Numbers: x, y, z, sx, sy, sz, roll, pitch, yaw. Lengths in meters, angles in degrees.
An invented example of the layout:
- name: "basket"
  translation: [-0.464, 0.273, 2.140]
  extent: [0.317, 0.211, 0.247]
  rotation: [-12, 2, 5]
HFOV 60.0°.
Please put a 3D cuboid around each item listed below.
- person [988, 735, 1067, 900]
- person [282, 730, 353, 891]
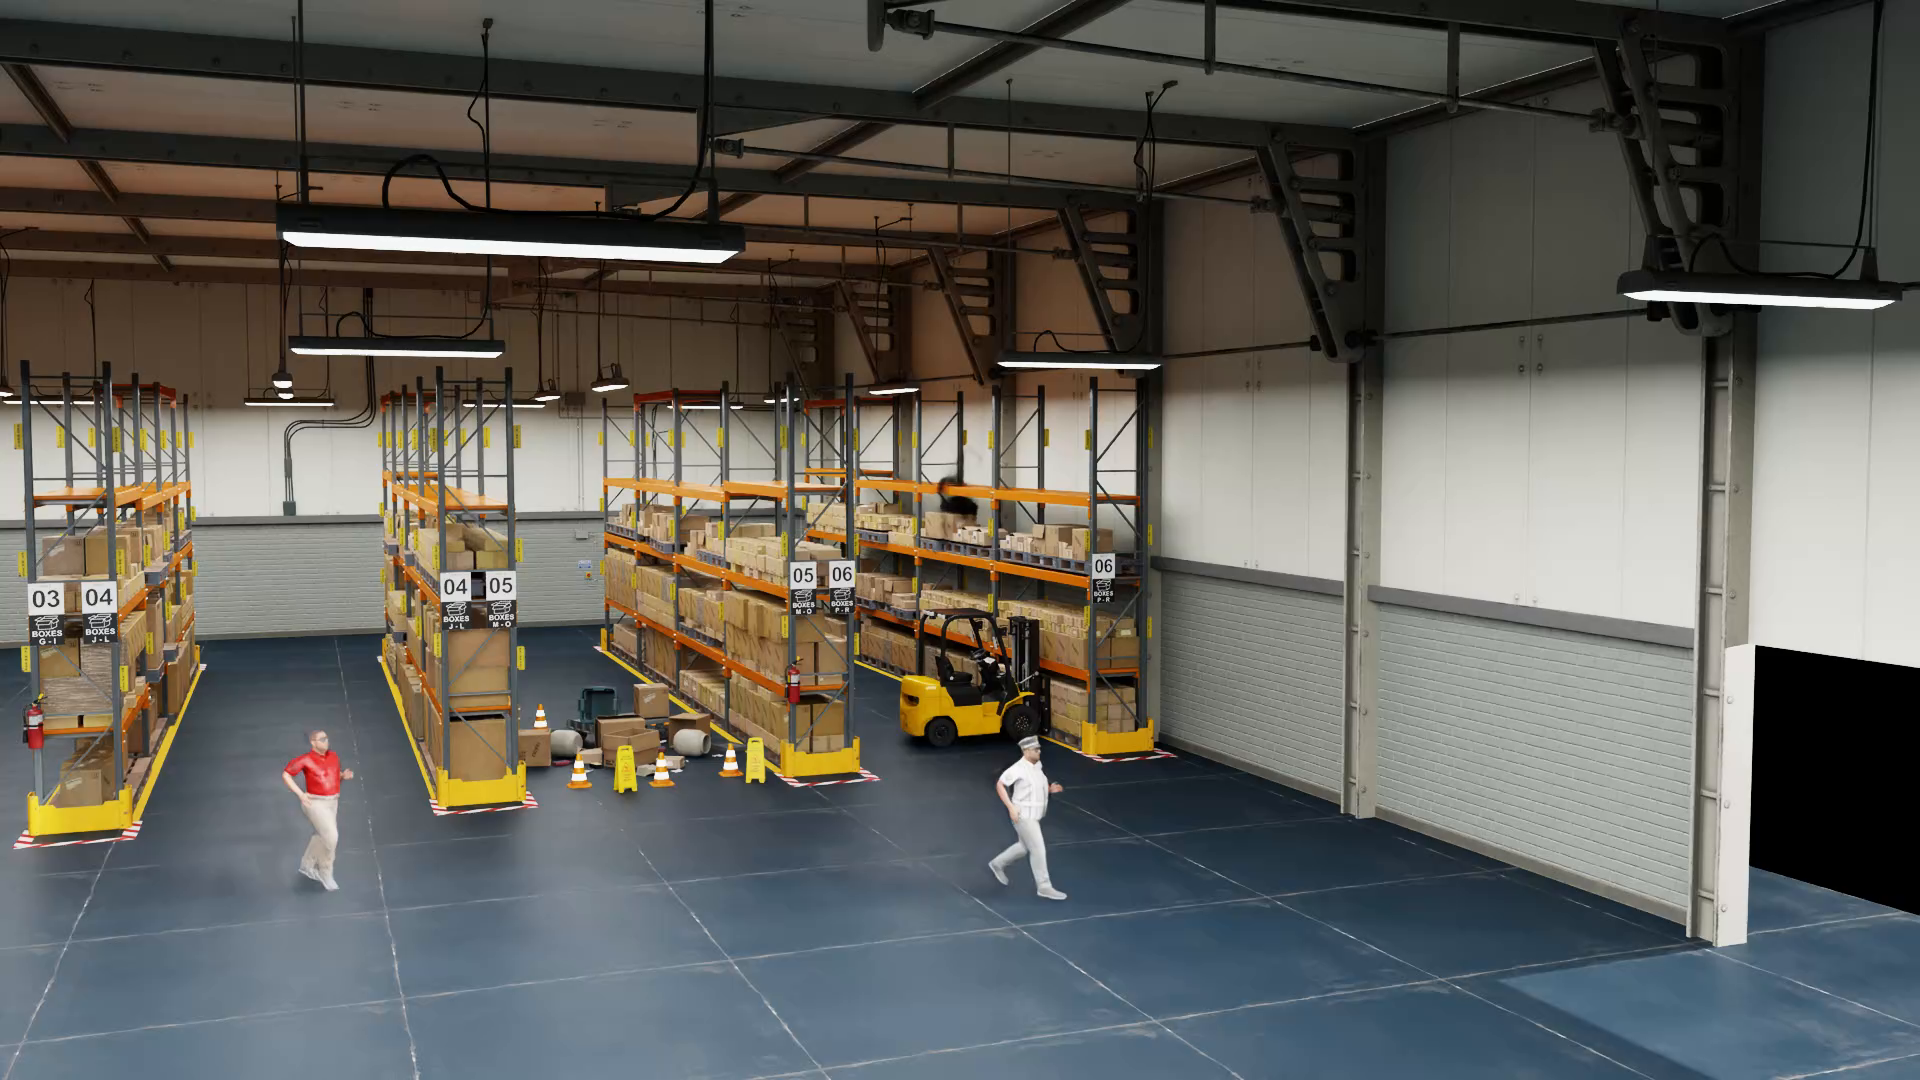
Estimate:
- name: "person"
  translation: [0.729, 3.001, 18.168]
  extent: [0.954, 1.759, 0.457]
  rotation: [2, 4, 26]
- name: "person"
  translation: [-7.157, 3.024, 18.654]
  extent: [0.751, 1.794, 0.637]
  rotation: [1, 4, 17]
